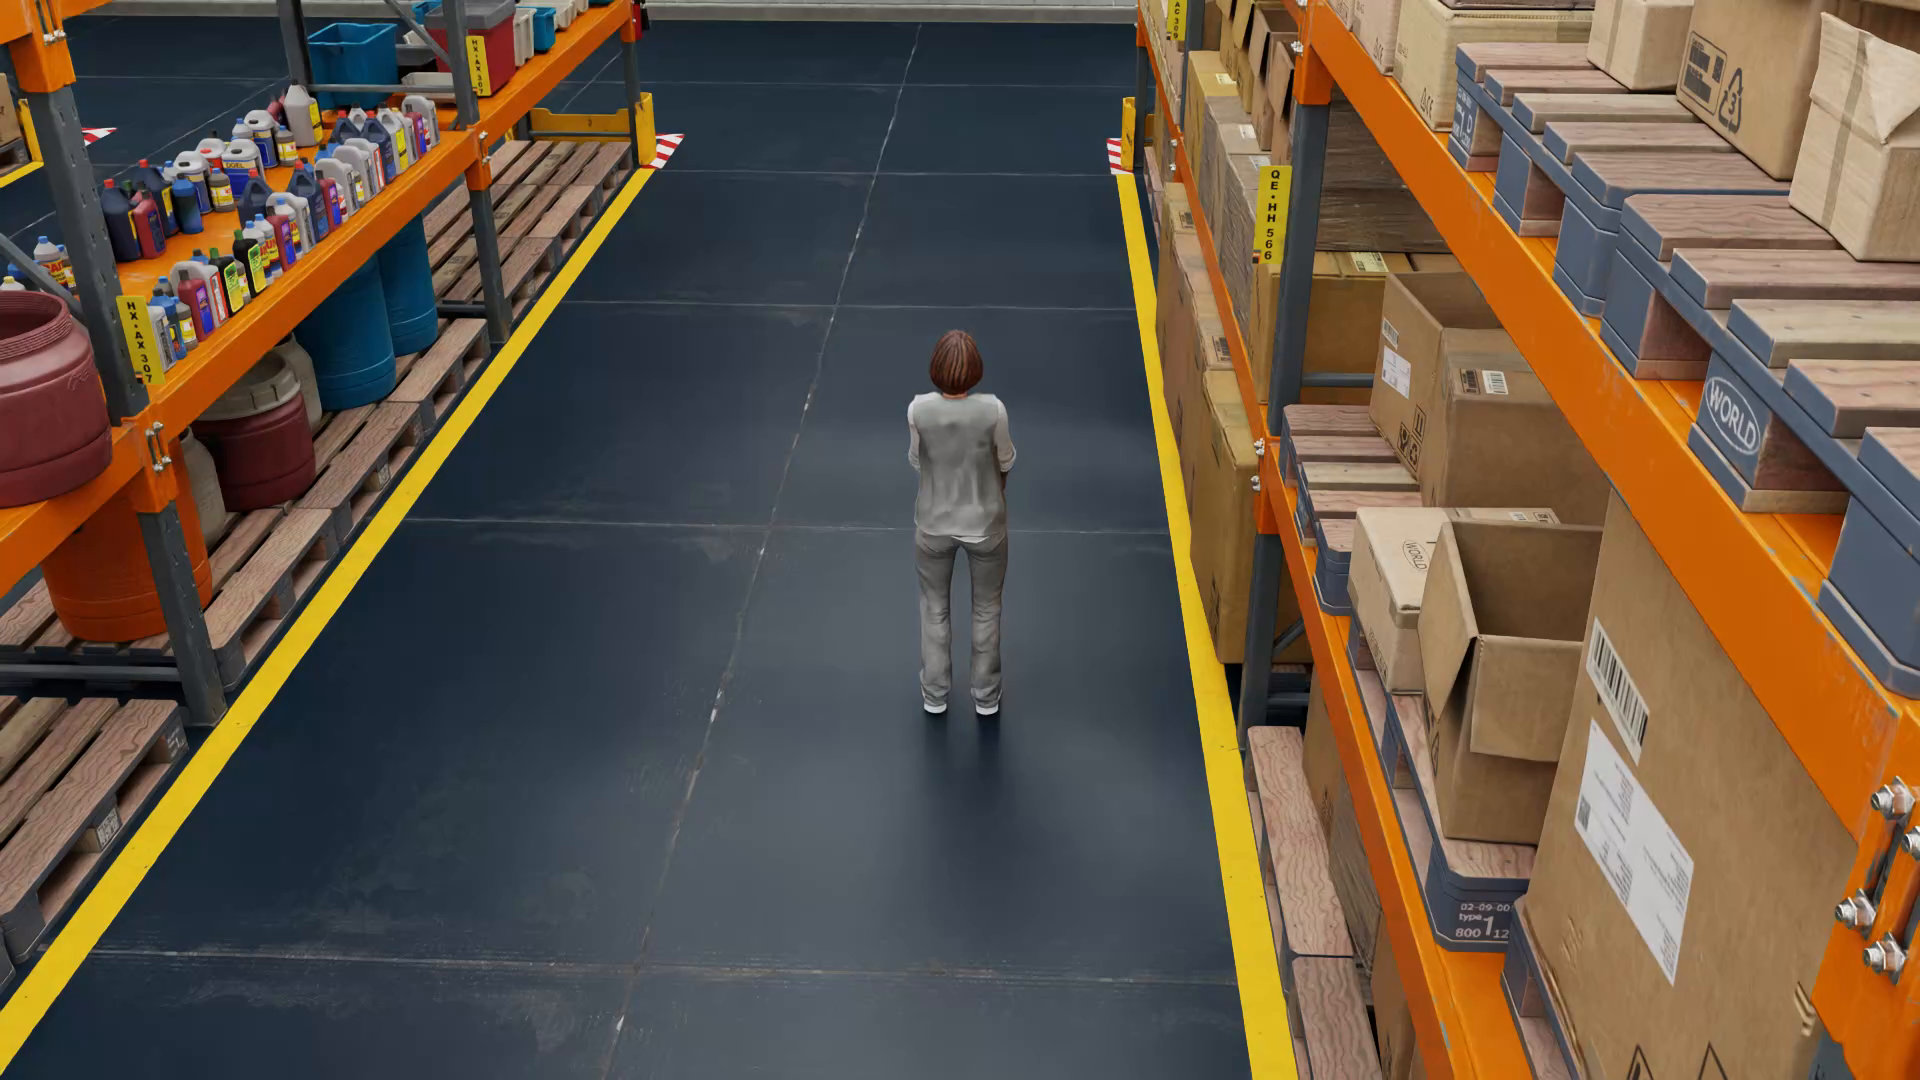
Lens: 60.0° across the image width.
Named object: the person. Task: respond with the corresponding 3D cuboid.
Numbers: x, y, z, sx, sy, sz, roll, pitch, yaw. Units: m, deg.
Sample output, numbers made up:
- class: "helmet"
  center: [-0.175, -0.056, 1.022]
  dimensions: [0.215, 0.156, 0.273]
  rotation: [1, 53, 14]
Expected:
- class: "person"
  center: [0.008, -0.092, 6.310]
  dimensions: [0.404, 1.593, 0.494]
  rotation: [2, 28, 3]
